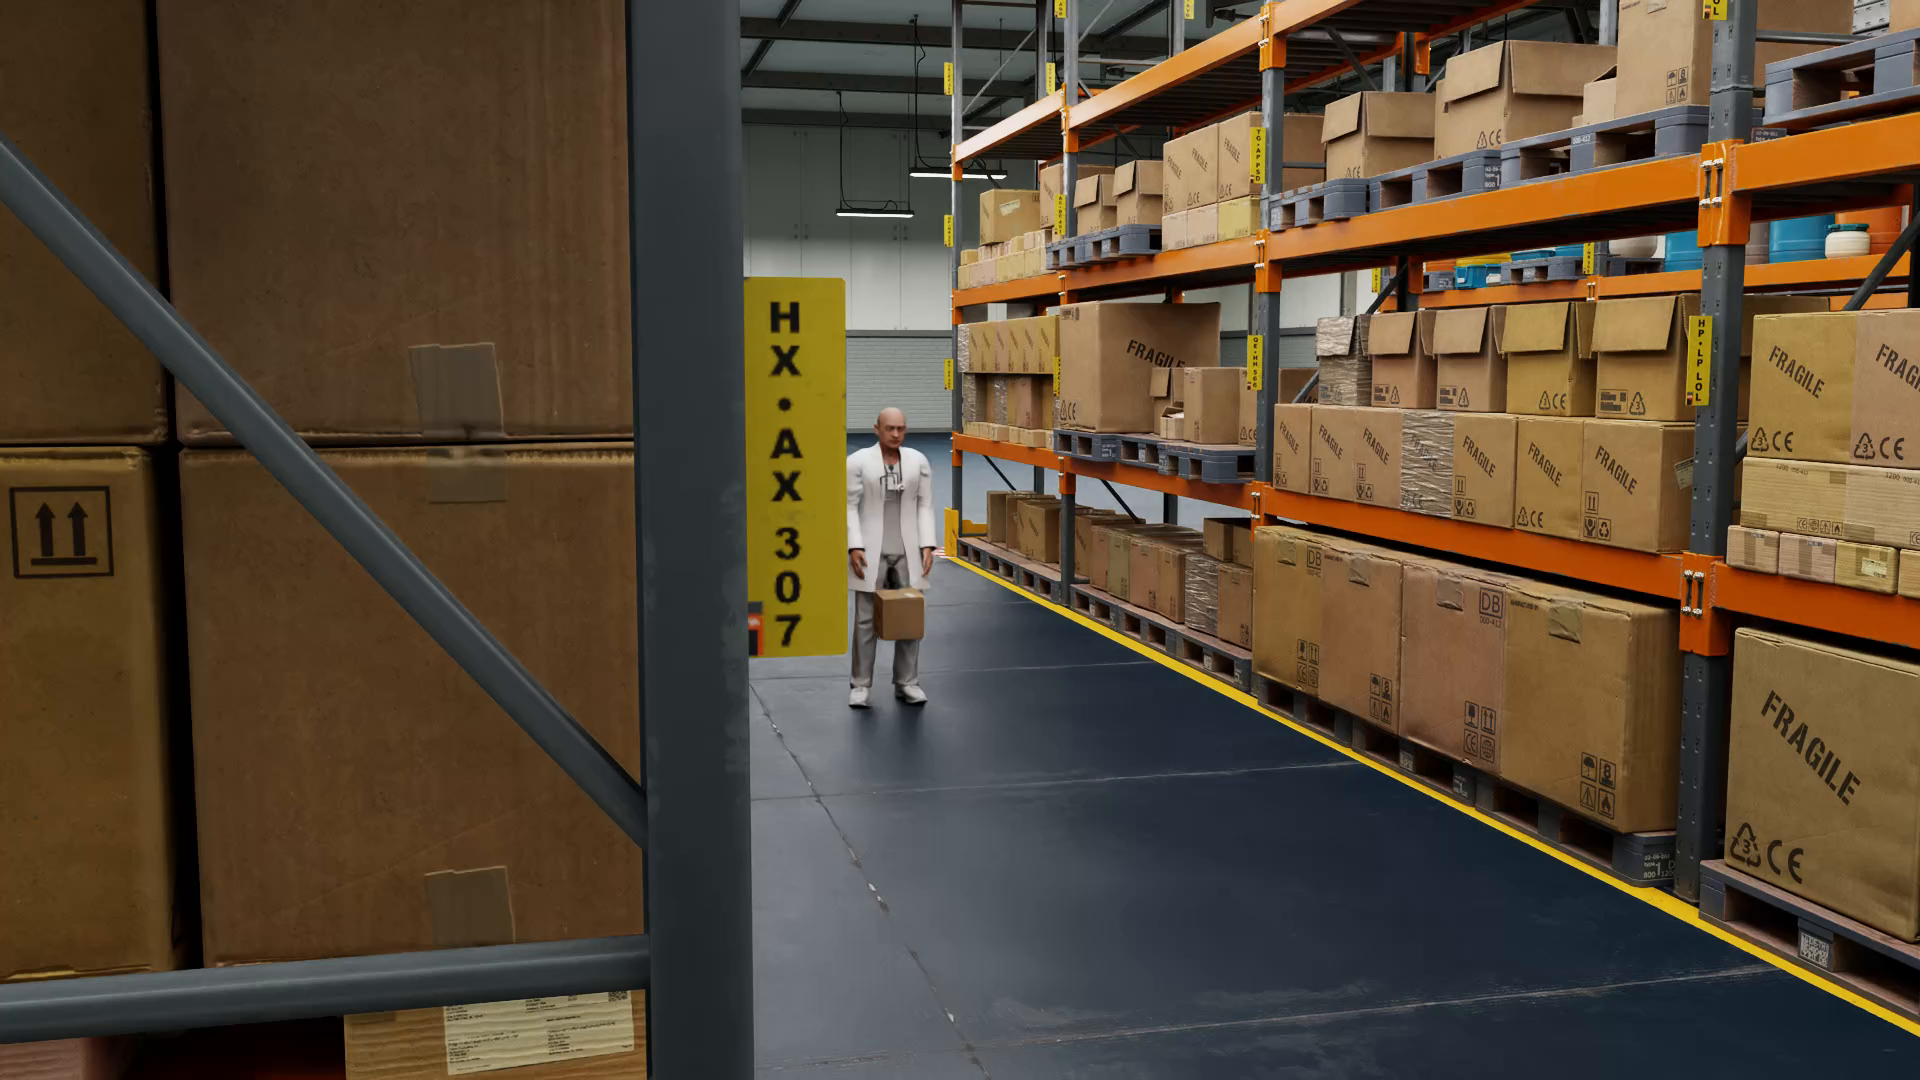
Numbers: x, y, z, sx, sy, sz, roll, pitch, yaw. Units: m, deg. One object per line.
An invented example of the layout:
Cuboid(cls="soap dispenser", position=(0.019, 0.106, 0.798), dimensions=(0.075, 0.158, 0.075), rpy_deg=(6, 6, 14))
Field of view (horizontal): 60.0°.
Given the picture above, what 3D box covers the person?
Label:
Cuboid(cls="person", position=(-0.425, 0.091, 9.999), dimensions=(0.589, 1.778, 0.424), rpy_deg=(-2, 6, -15))
